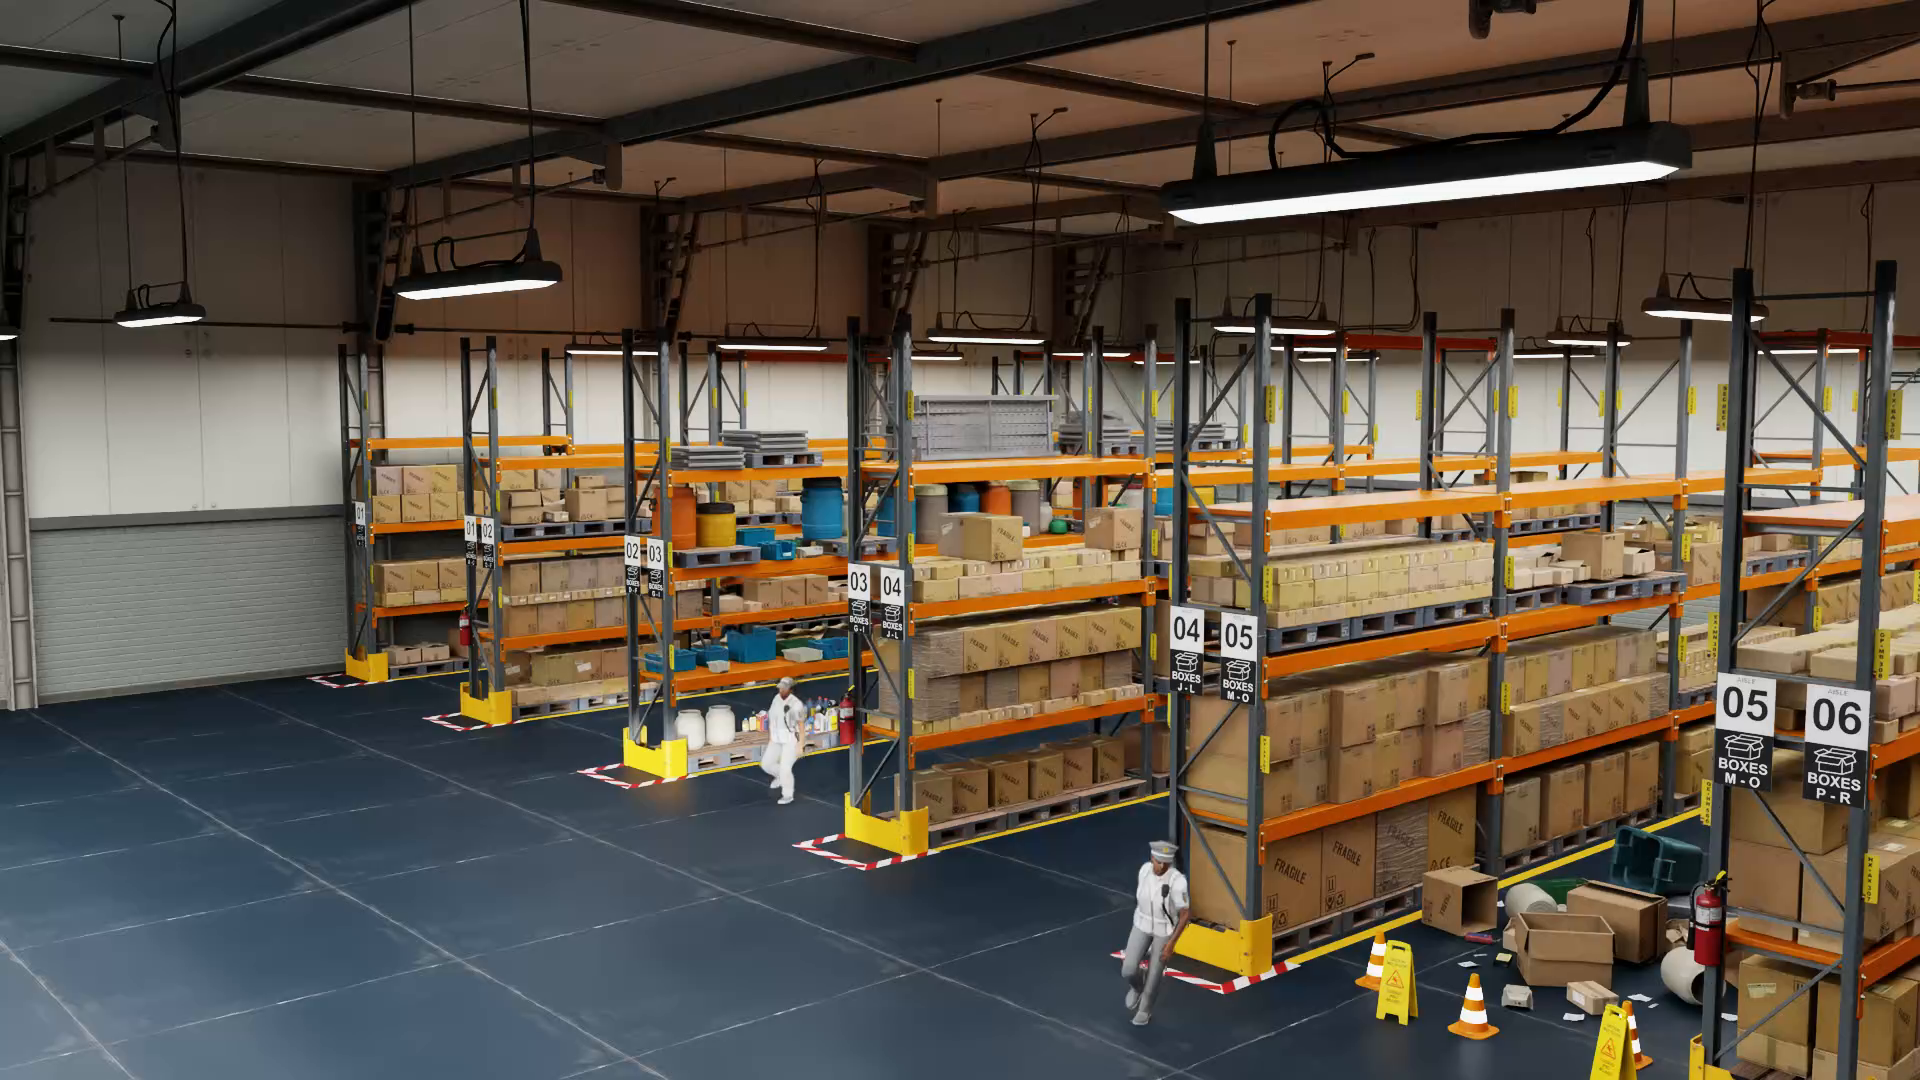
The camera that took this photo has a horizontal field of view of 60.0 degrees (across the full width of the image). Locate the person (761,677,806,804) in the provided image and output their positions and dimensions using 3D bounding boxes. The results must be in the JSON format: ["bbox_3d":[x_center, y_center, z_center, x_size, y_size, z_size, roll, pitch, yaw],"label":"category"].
[{"bbox_3d":[-2.214,2.483,20.922,0.757,1.599,0.581,4,6,36],"label":"person"}]

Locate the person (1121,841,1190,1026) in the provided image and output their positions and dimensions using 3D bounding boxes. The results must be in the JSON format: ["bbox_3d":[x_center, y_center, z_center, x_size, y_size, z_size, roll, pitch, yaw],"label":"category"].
[{"bbox_3d":[1.586,3.169,13.439,0.606,1.586,0.687,2,6,23],"label":"person"}]

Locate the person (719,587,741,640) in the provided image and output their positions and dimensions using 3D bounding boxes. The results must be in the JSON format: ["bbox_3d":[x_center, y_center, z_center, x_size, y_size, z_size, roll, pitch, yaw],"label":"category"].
[{"bbox_3d":[-4.367,1.602,31.557,0.528,1.476,0.796,2,6,25],"label":"person"}]
